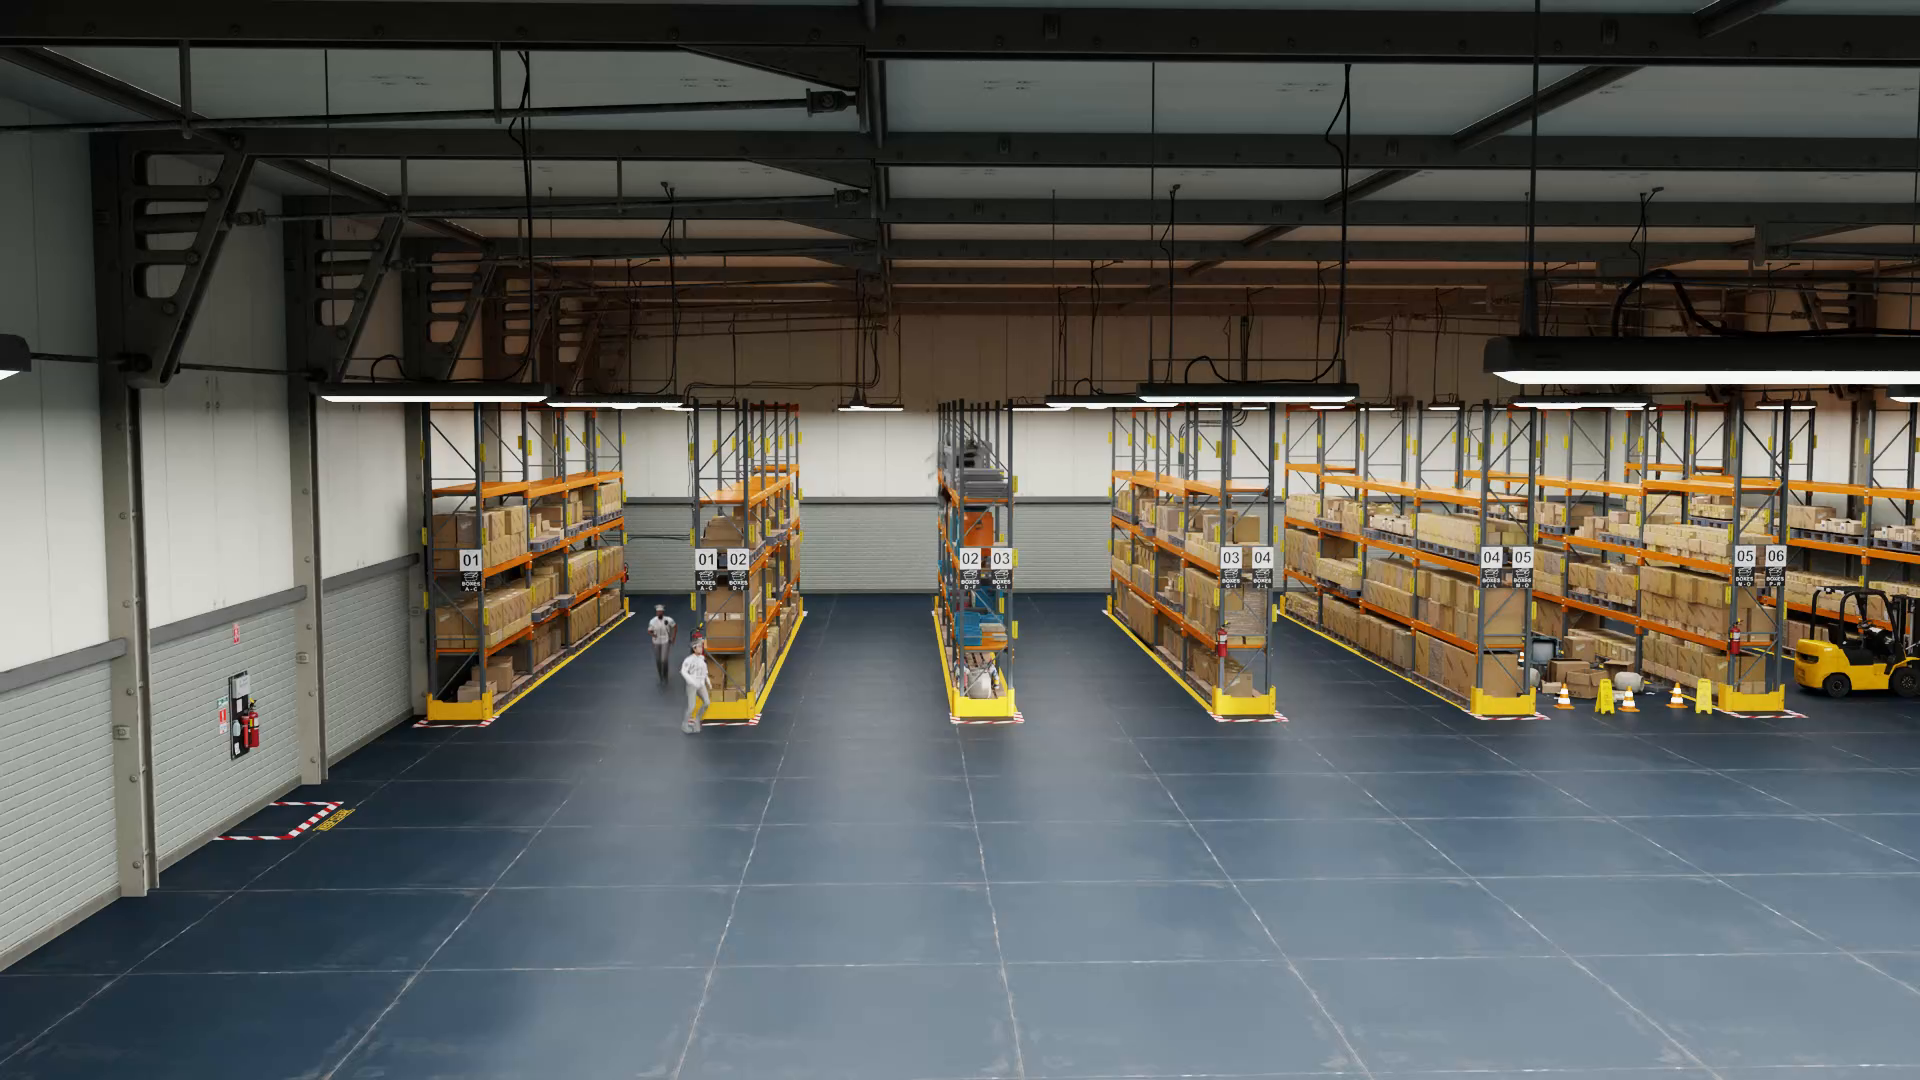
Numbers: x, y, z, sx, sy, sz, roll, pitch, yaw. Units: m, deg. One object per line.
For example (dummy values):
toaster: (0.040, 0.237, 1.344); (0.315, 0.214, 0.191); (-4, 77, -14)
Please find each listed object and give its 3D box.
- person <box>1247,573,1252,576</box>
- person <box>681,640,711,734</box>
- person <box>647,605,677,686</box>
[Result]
person: (8.176, 1.387, 45.615); (0.693, 1.737, 0.698); (1, 4, 8)
person: (-4.703, 2.633, 29.898); (0.666, 1.668, 0.545); (-4, 6, -44)
person: (-6.299, 2.227, 35.145); (0.584, 1.750, 0.718); (0, 4, 0)
